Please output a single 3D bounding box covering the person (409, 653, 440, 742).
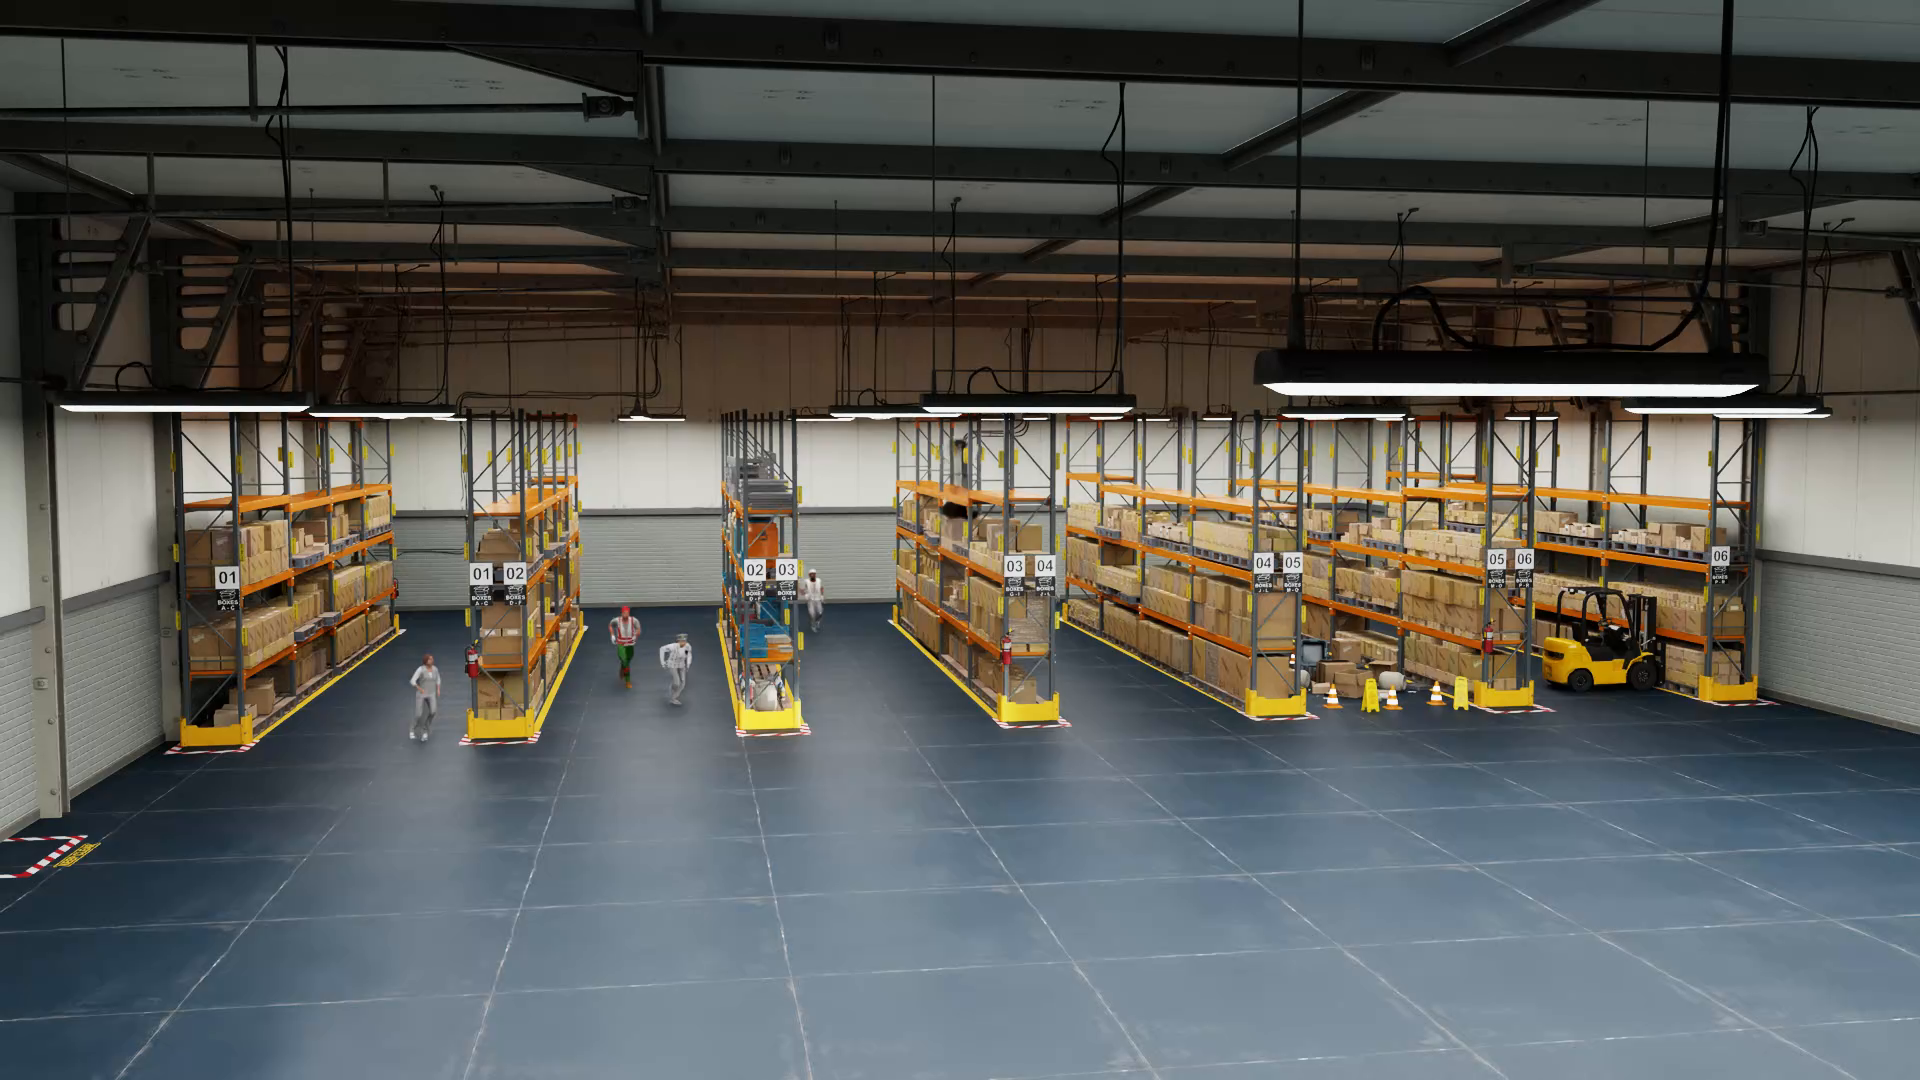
[{"bbox_3d":[-9.653,2.843,30.108,0.602,1.583,0.611,-3,5,-36],"label":"person"}]

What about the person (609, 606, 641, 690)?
[{"bbox_3d":[-7.320,2.312,36.354,0.661,1.776,1.134,-2,4,-23],"label":"person"}]

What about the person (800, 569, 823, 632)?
[{"bbox_3d":[-4.047,1.669,45.718,0.690,1.744,0.583,-1,4,-20],"label":"person"}]

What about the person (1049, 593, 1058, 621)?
[{"bbox_3d":[1.990,1.826,39.883,0.699,1.706,0.886,-1,4,-13],"label":"person"}]

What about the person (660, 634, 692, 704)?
[{"bbox_3d":[-5.764,2.632,33.772,0.629,1.491,0.748,-2,5,-32],"label":"person"}]
